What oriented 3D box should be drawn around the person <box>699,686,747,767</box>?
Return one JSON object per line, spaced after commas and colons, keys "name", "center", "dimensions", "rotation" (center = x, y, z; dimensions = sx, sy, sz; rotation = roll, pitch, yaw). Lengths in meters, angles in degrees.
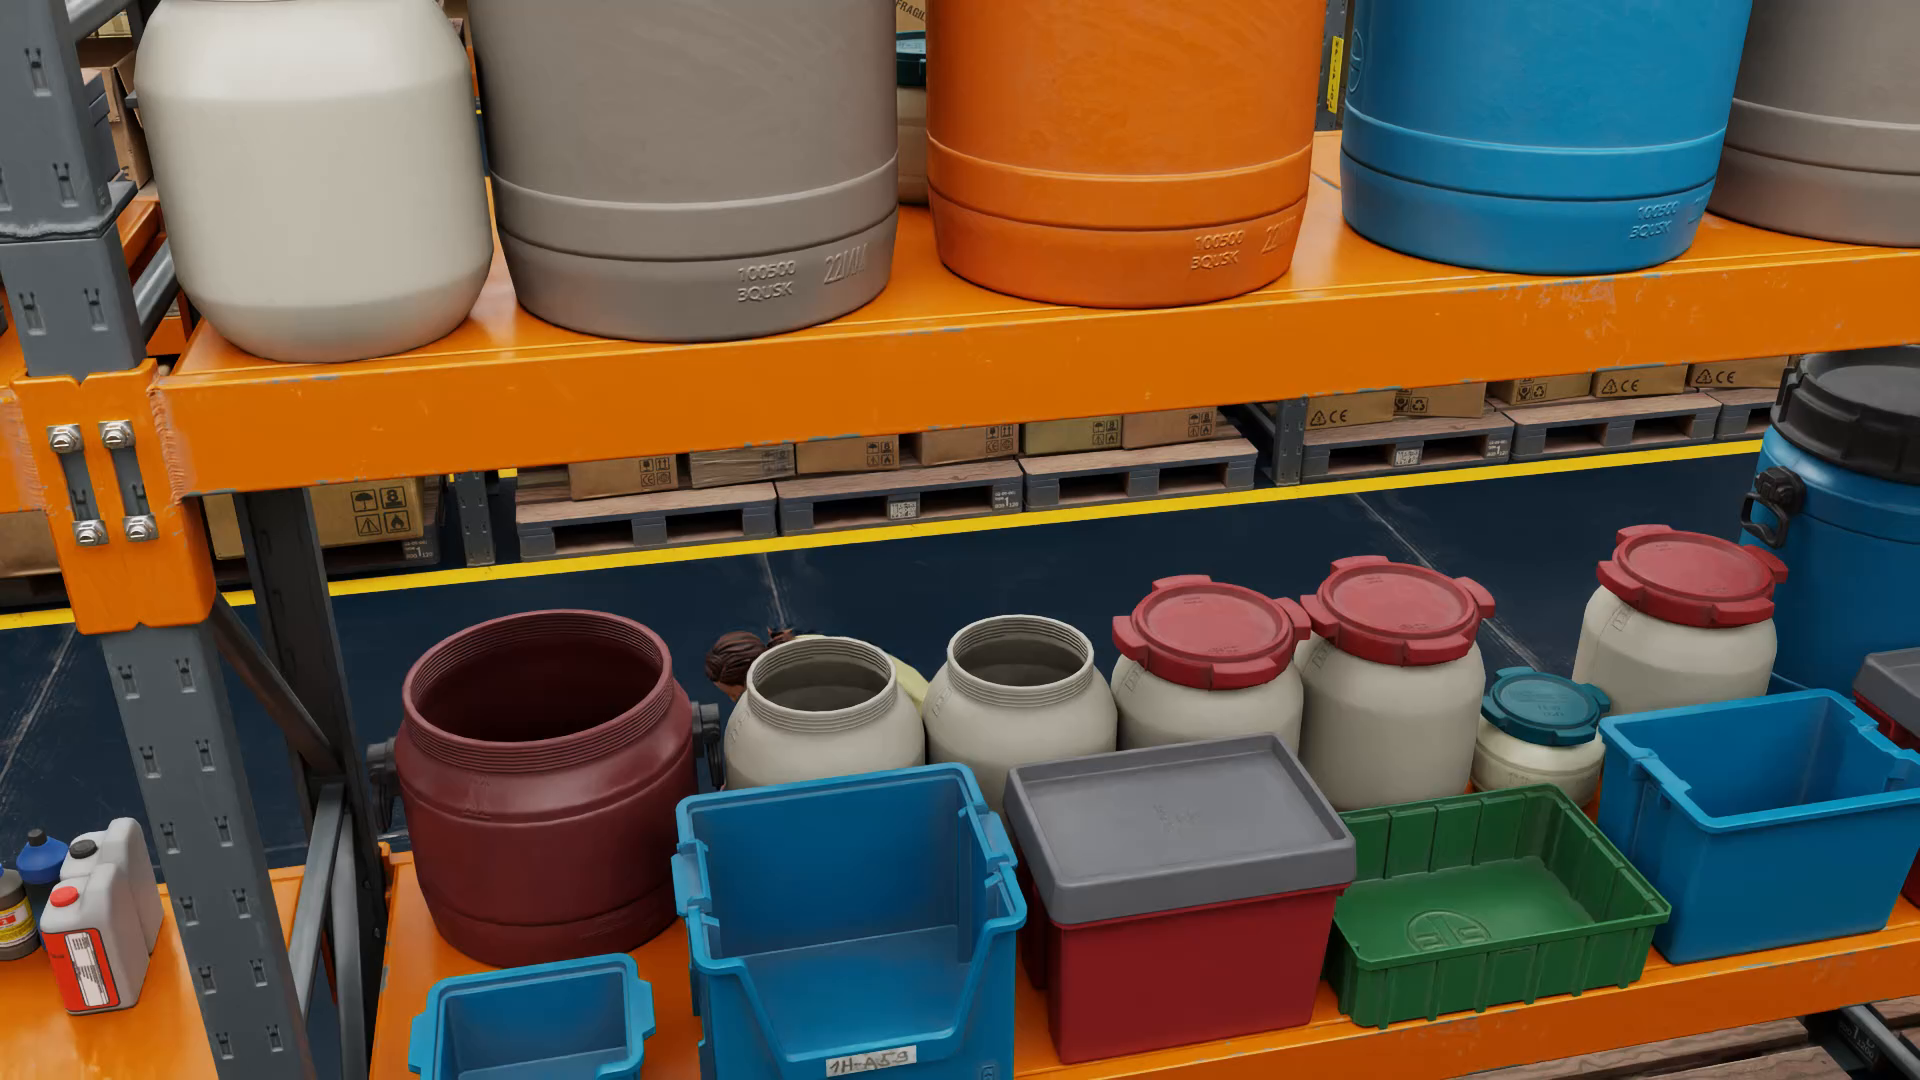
{"name": "person", "center": [-0.495, 0.821, 5.616], "dimensions": [0.835, 0.816, 0.473], "rotation": [-6, 27, -12]}
